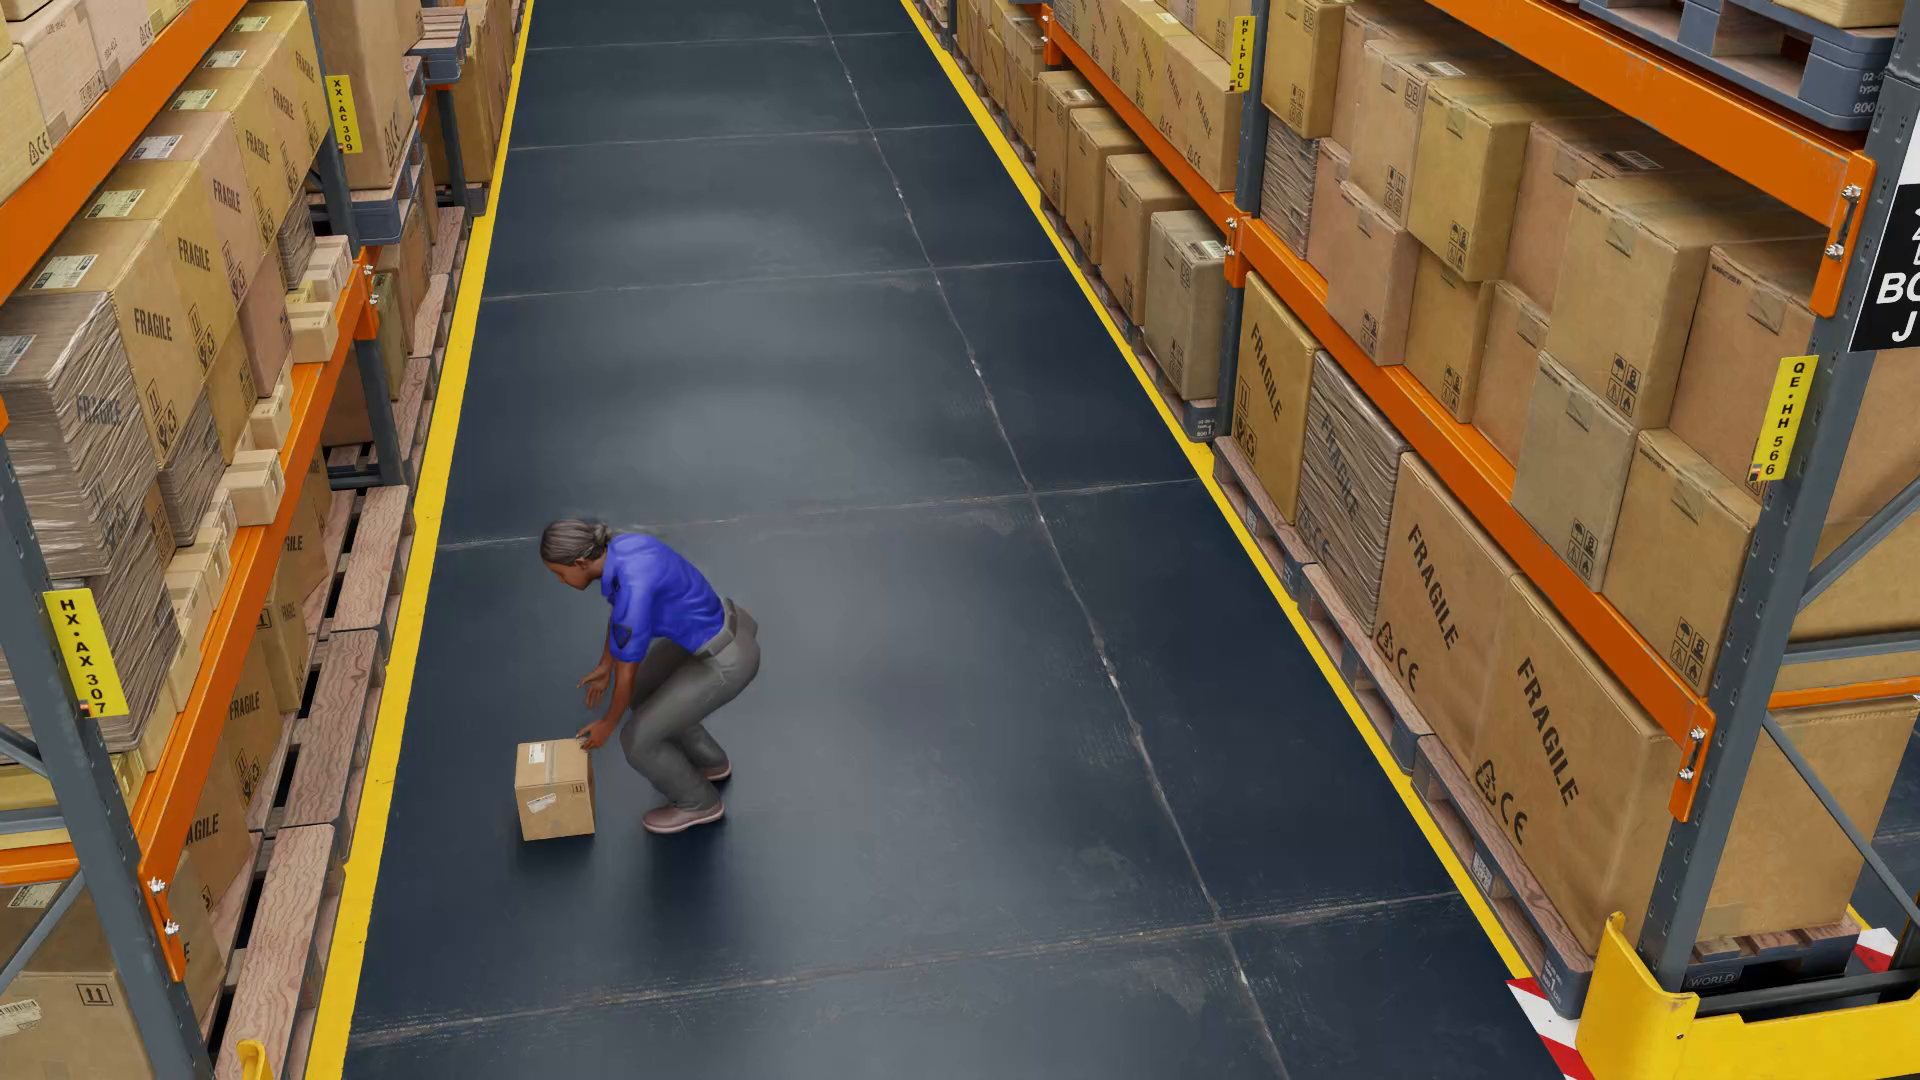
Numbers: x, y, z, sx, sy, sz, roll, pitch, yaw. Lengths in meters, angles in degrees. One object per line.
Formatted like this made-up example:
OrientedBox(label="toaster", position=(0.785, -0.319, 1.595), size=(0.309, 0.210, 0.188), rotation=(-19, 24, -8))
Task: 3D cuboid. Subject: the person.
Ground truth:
OrientedBox(label="person", position=(-1.062, 0.496, 5.823), size=(0.756, 1.022, 0.496), rotation=(-5, 31, -9))
